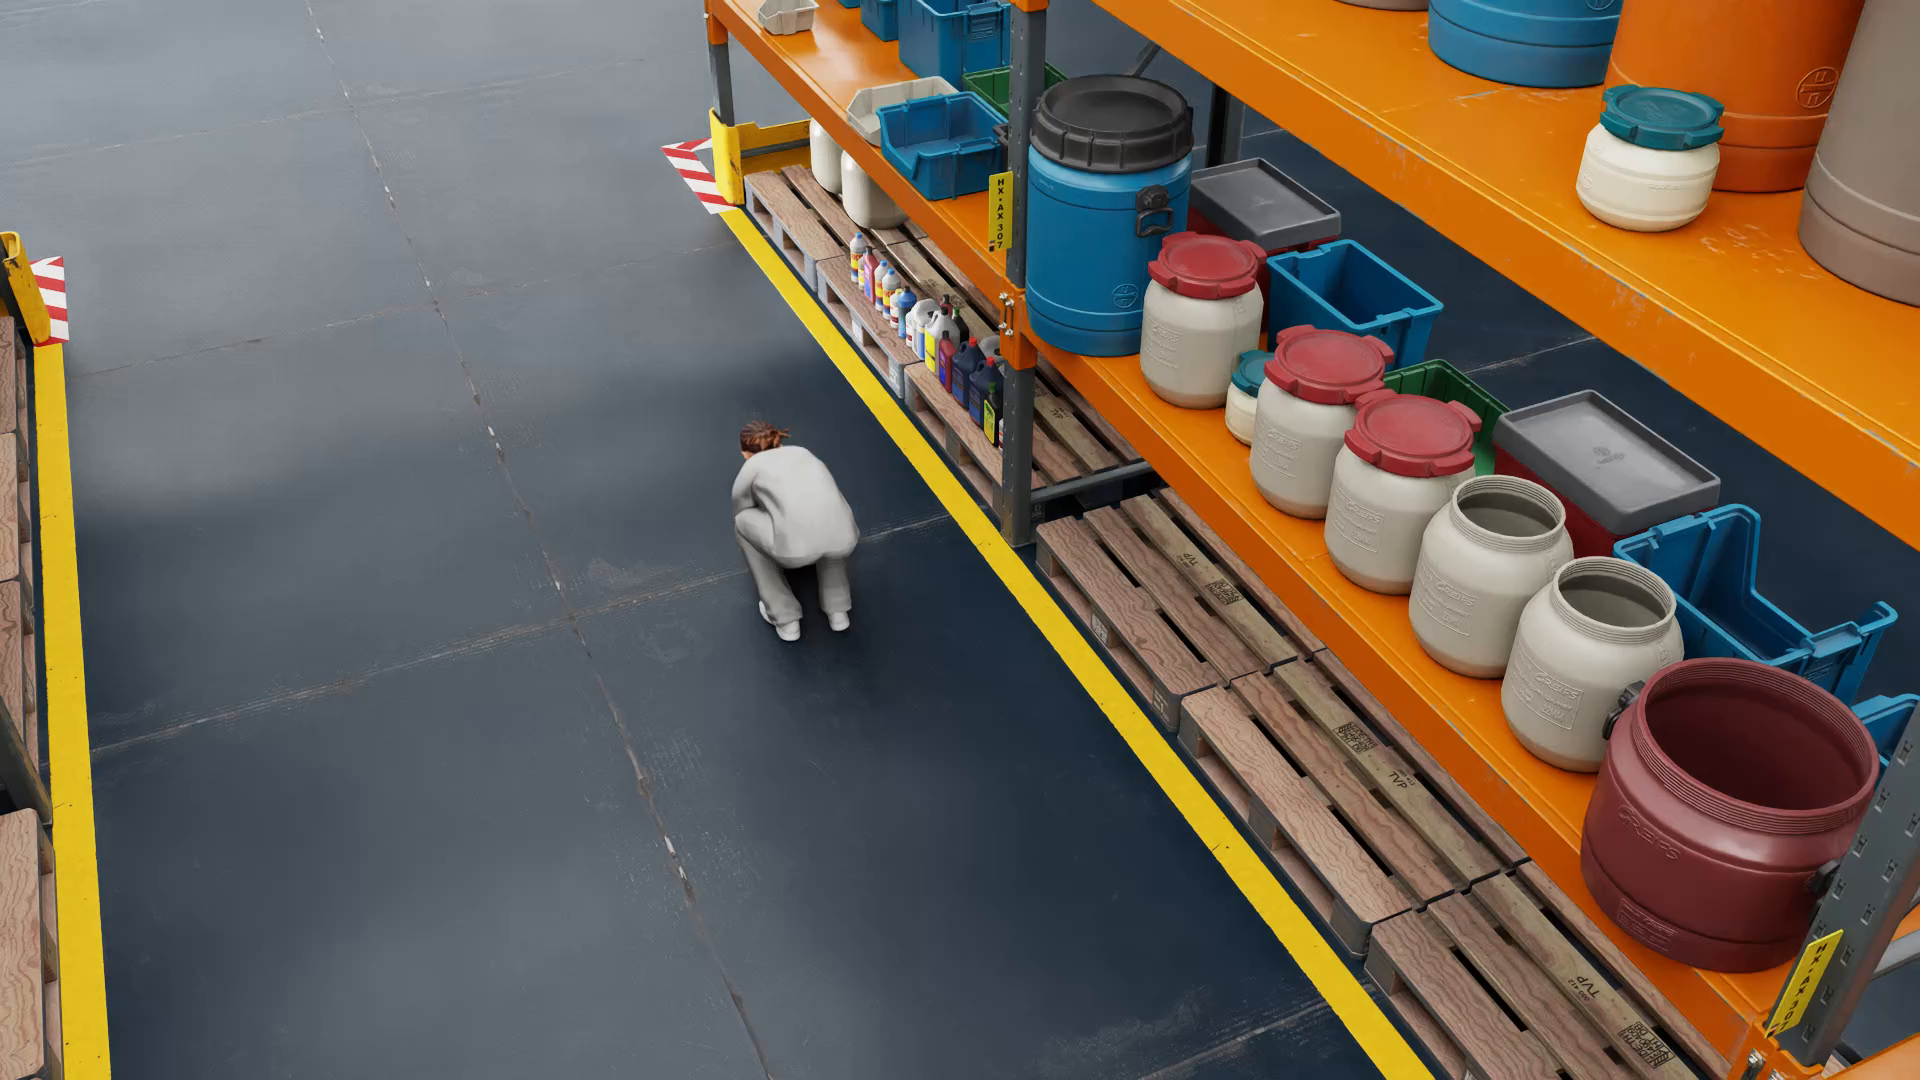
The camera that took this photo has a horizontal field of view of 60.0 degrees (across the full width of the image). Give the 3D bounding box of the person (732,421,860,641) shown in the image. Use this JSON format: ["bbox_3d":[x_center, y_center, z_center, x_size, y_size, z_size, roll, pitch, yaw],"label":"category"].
[{"bbox_3d":[-0.710,-0.042,7.002,0.462,0.751,0.867,-14,39,-17],"label":"person"}]
